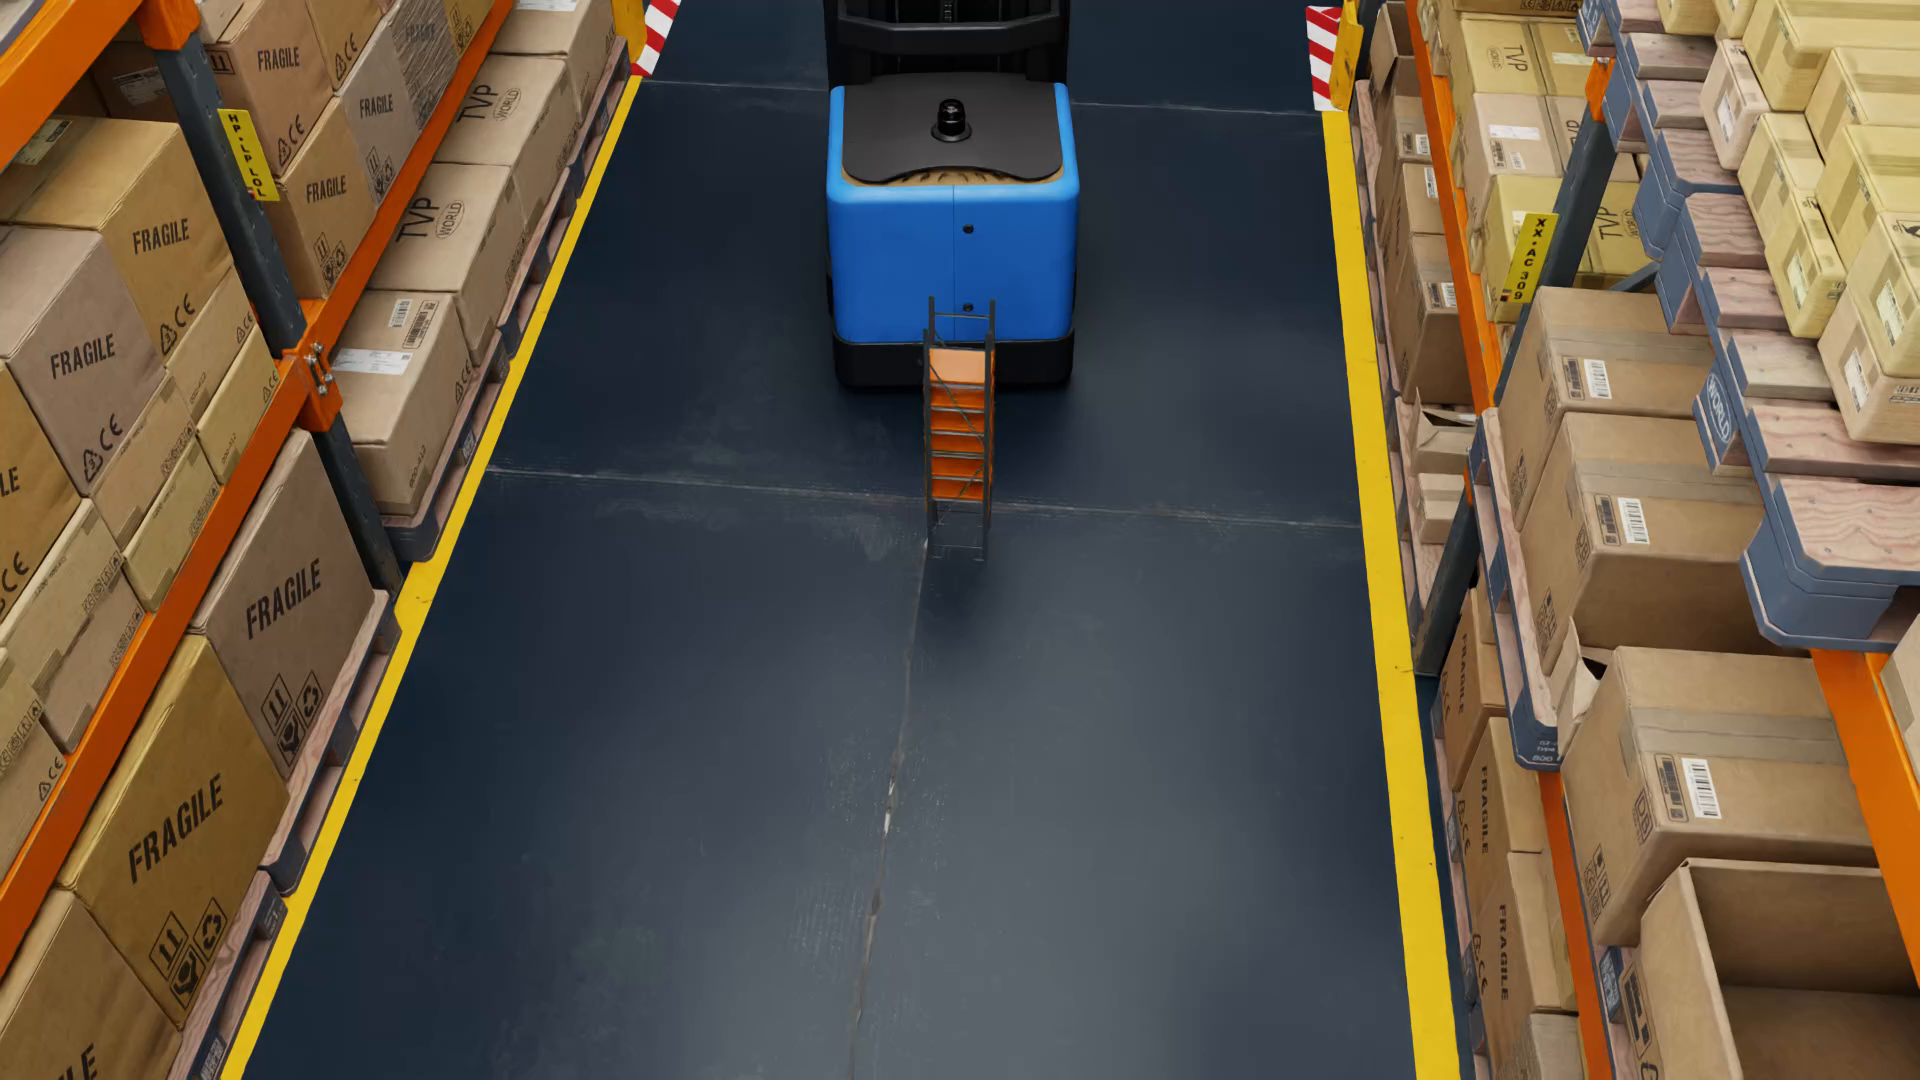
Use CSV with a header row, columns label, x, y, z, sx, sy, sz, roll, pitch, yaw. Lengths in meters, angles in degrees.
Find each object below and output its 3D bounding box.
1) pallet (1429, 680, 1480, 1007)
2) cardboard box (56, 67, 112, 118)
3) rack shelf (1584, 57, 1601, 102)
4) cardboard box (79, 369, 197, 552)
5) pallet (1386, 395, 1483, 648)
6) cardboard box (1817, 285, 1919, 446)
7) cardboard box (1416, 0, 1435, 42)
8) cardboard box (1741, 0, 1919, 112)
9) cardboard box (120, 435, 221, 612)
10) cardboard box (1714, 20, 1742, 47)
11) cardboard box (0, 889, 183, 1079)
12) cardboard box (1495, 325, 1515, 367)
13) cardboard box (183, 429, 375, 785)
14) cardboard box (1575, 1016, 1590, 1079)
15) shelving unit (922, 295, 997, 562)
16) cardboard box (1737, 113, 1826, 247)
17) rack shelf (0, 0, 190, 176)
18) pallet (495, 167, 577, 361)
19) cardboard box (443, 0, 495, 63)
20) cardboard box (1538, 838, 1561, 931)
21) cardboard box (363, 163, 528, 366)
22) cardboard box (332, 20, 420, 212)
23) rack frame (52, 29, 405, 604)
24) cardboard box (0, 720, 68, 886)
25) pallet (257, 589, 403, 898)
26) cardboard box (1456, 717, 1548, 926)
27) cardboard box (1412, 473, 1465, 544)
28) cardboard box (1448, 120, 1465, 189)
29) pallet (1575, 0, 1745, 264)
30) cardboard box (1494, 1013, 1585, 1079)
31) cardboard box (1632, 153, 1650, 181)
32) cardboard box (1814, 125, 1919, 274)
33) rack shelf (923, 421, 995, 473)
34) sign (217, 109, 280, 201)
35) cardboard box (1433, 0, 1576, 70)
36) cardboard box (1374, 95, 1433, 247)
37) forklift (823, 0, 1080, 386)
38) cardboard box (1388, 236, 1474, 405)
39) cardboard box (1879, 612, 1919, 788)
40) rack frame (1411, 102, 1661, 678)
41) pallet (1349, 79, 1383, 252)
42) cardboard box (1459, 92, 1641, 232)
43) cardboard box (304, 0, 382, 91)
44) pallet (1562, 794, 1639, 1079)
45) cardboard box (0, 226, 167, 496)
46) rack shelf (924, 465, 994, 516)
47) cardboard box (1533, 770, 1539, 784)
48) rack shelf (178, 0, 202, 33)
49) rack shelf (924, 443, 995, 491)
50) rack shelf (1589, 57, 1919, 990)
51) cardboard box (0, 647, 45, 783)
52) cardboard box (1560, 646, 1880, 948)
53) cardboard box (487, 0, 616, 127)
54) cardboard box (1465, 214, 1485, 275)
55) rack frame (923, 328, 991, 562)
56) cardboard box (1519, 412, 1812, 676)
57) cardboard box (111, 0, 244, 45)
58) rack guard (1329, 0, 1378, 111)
label,x,y,z,sx,sy,sz,roll,pitch,yaw
pallet,2.189,1.033,5.688,1.003,0.211,1.213,4,48,4
cardboard box,-2.950,-1.576,5.439,0.500,0.500,0.500,4,48,3
rack shelf,2.408,-2.748,5.711,1.077,0.370,4.000,4,48,4
cardboard box,-2.554,-0.250,4.734,0.500,0.250,0.500,5,48,4
pallet,2.289,-0.072,6.699,1.003,0.211,1.213,4,48,4
cardboard box,1.688,-0.288,2.791,0.380,0.149,0.250,5,48,4
cardboard box,2.120,-2.197,6.923,0.380,0.149,0.250,3,48,2
cardboard box,1.746,-0.947,3.193,0.380,0.149,0.250,3,48,3
cardboard box,-2.555,-0.068,4.907,0.500,0.250,0.500,3,48,3
cardboard box,1.819,-1.038,3.478,0.380,0.149,0.250,4,48,4
cardboard box,-2.851,1.518,4.510,0.875,0.875,0.875,4,48,4
cardboard box,2.003,-0.675,5.531,0.380,0.149,0.250,4,48,4
cardboard box,-2.695,0.197,5.719,0.875,0.875,0.875,5,48,5
cardboard box,1.876,1.384,4.447,0.380,0.149,0.250,4,48,4
shelving unit,-0.001,-0.394,6.323,0.258,1.200,0.189,4,48,4
cardboard box,1.712,-0.668,3.139,0.380,0.149,0.250,3,48,3
rack shelf,-2.900,-0.140,3.326,1.077,0.370,4.000,4,48,4
pallet,-2.462,-1.351,7.869,1.003,0.211,1.213,4,48,4
cardboard box,-2.265,-2.314,6.792,0.500,0.500,0.500,5,48,5
cardboard box,1.896,1.002,4.797,0.380,0.149,0.250,4,48,3
cardboard box,-2.473,-1.229,7.319,0.875,0.438,0.875,3,48,2
cardboard box,-2.364,-1.570,6.112,0.500,0.500,0.500,4,48,4
rack frame,-2.718,-0.840,5.511,1.000,3.000,0.127,4,48,4
cardboard box,-2.663,0.681,4.222,0.500,0.250,0.500,4,48,4
pallet,-2.713,0.673,6.017,1.003,0.211,1.213,4,48,4
cardboard box,1.919,0.925,5.306,0.500,0.500,0.500,3,48,3
cardboard box,1.984,-0.117,6.498,0.380,0.149,0.250,3,48,2
cardboard box,2.051,-1.441,6.231,0.380,0.149,0.250,3,48,3
pallet,2.096,-0.983,3.737,1.213,0.211,1.003,4,48,4
cardboard box,1.815,1.673,4.623,0.500,0.500,0.500,2,48,2
cardboard box,2.578,-1.273,5.808,0.500,0.250,0.500,3,48,3
cardboard box,1.713,-0.571,2.849,0.380,0.149,0.250,4,48,4
rack shelf,-0.001,-0.364,6.356,0.258,0.103,0.180,4,48,4
sign,-2.176,-1.174,5.086,0.100,0.325,0.005,4,48,4
cardboard box,2.167,-2.062,6.529,0.500,0.250,0.500,3,48,3
cardboard box,2.323,-1.678,7.687,0.700,0.500,0.500,6,48,5
forklift,-0.065,-2.741,7.297,1.130,2.935,3.031,-1,48,-1
cardboard box,2.229,-0.915,6.989,0.700,0.500,0.500,2,48,2
cardboard box,1.757,0.338,2.503,0.500,0.250,0.500,4,48,4
rack frame,2.226,-0.509,5.208,1.000,3.000,0.127,4,48,4
pallet,2.512,-1.865,8.339,1.003,0.211,1.213,4,48,4
cardboard box,2.060,-1.318,5.849,0.500,0.250,0.500,4,48,4
cardboard box,-2.381,-1.915,5.750,0.500,0.500,0.500,3,48,3
pallet,2.034,1.066,3.898,1.003,0.211,1.213,4,48,4
cardboard box,-2.548,-0.485,4.441,0.500,0.500,0.500,5,48,4
rack shelf,-0.001,-0.202,6.533,0.258,0.103,0.180,4,48,4
cardboard box,1.968,0.618,5.148,0.380,0.149,0.250,2,48,2
rack shelf,-2.535,-3.079,6.014,1.077,0.370,4.000,4,48,4
rack shelf,-0.001,-0.283,6.445,0.258,0.103,0.180,4,48,4
rack shelf,2.043,0.191,3.023,1.077,0.370,4.000,4,48,4
cardboard box,-2.625,0.509,4.041,0.500,0.250,0.500,5,48,4
cardboard box,1.840,0.614,3.830,0.700,0.500,0.500,4,48,3
cardboard box,-2.314,-2.564,8.540,0.875,0.438,0.875,2,48,2
cardboard box,2.005,-1.061,5.883,0.380,0.149,0.250,5,48,5
rack frame,-0.010,-0.327,6.262,0.240,1.200,0.006,4,48,4
cardboard box,1.912,0.037,4.357,0.700,0.500,0.500,4,48,4
cardboard box,-2.430,-1.644,5.062,0.380,0.149,0.250,3,48,3
rack guard,2.583,-2.549,8.768,1.175,0.500,0.348,4,48,4
